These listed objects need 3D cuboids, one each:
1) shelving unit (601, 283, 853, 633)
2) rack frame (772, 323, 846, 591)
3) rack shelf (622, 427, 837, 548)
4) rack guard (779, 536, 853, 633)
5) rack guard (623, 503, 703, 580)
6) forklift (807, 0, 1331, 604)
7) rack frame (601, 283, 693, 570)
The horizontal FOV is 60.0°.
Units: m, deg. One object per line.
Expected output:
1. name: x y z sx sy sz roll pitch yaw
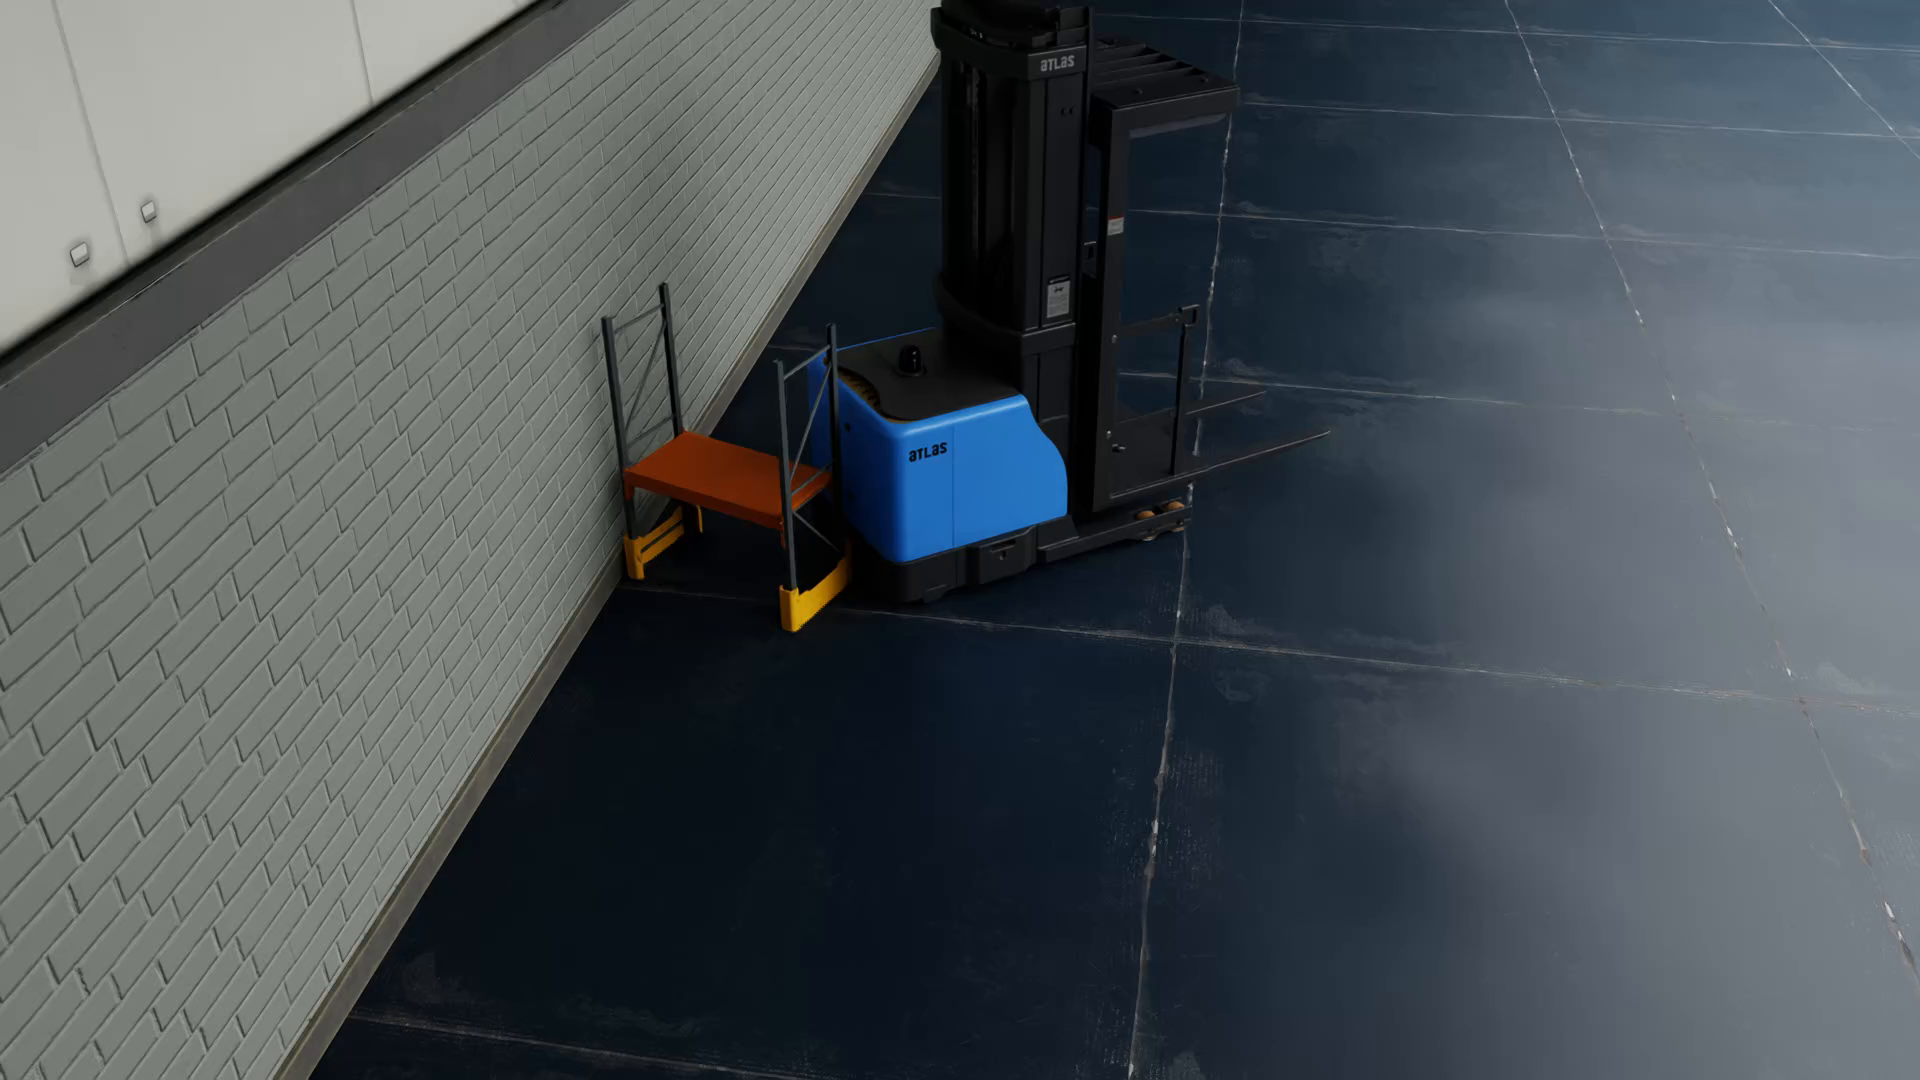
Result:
1. shelving unit: -1.177 -0.434 8.529 1.083 1.500 0.587 16 36 24
2. rack frame: -0.741 -0.305 8.324 0.032 1.500 0.500 16 36 24
3. rack shelf: -1.185 -0.284 8.628 1.000 0.185 0.538 16 36 24
4. rack guard: -0.742 0.225 8.656 0.087 0.250 0.587 16 36 24
5. rack guard: -1.612 -0.032 9.066 0.087 0.250 0.587 16 36 24
6. forklift: 0.718 -1.465 8.829 3.031 2.935 1.130 -16 36 -24
7. rack frame: -1.629 -0.567 8.743 0.032 1.500 0.500 16 36 24
